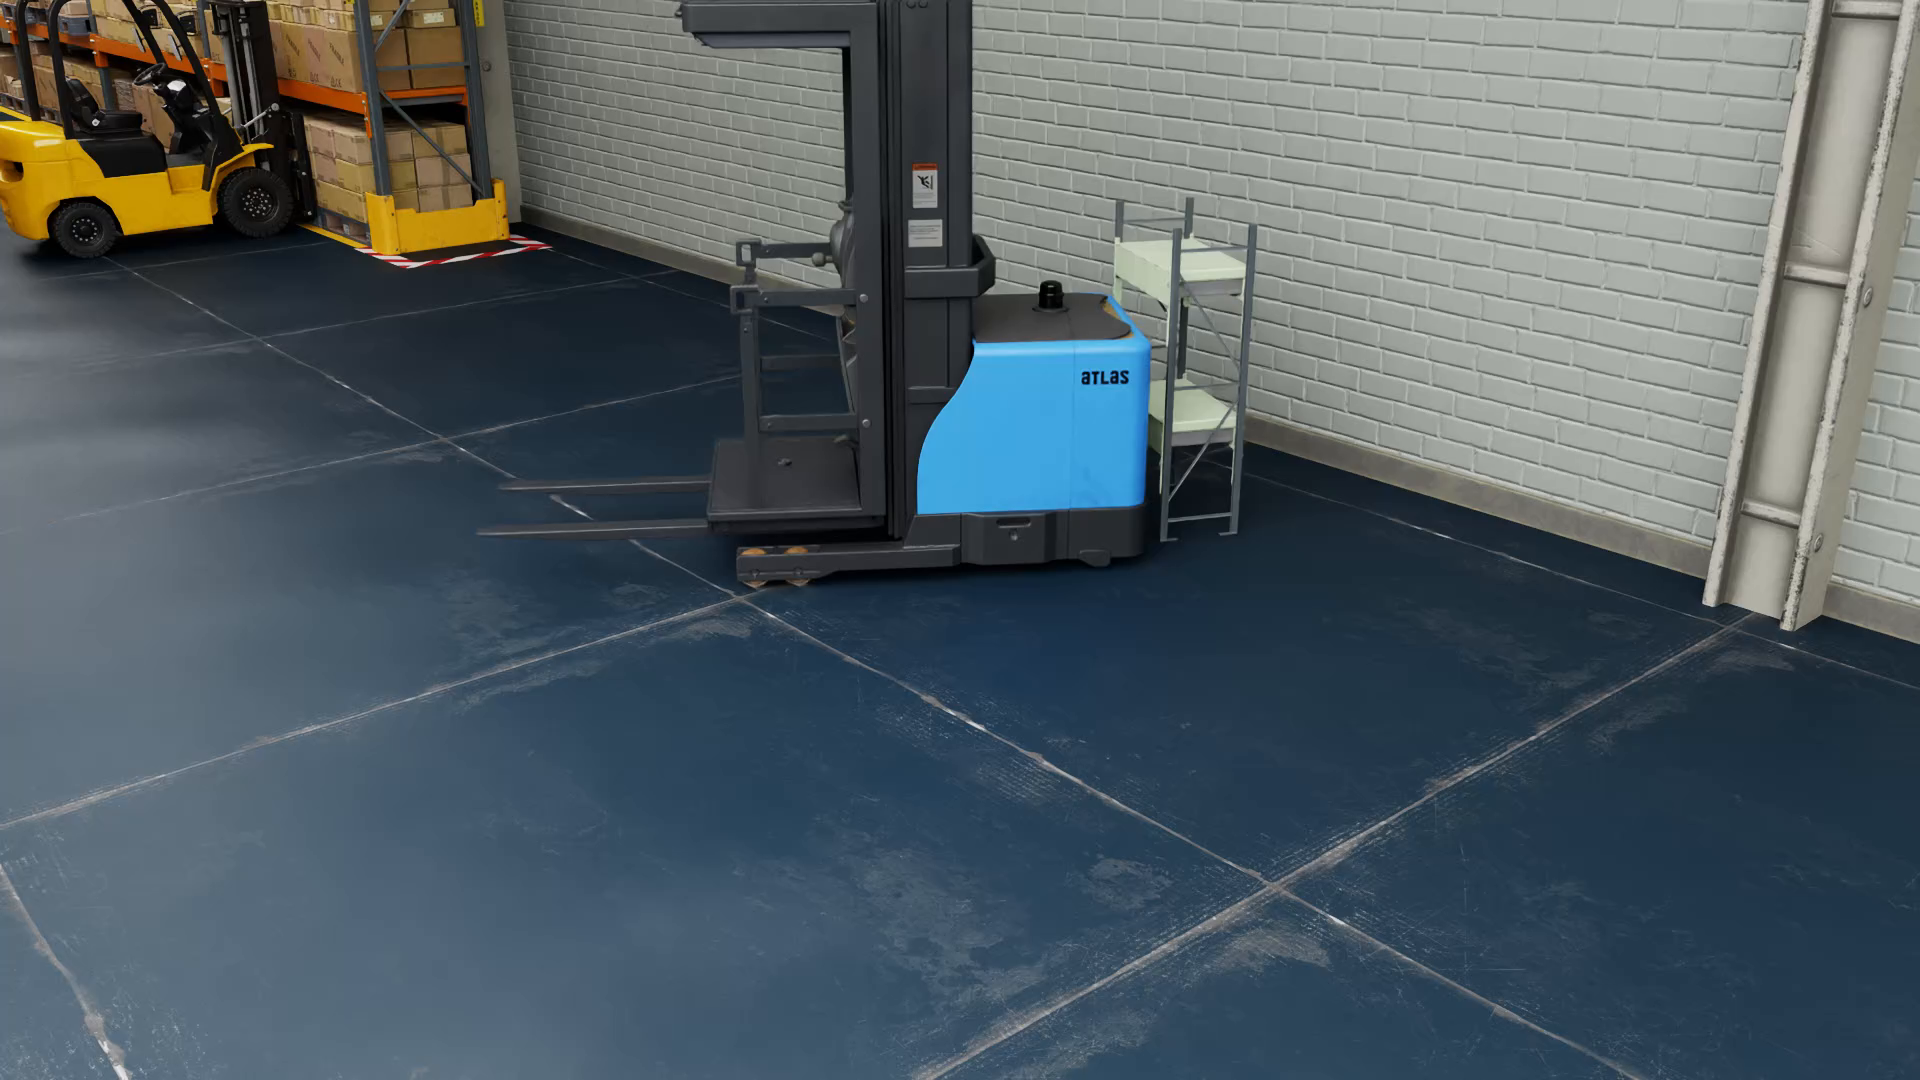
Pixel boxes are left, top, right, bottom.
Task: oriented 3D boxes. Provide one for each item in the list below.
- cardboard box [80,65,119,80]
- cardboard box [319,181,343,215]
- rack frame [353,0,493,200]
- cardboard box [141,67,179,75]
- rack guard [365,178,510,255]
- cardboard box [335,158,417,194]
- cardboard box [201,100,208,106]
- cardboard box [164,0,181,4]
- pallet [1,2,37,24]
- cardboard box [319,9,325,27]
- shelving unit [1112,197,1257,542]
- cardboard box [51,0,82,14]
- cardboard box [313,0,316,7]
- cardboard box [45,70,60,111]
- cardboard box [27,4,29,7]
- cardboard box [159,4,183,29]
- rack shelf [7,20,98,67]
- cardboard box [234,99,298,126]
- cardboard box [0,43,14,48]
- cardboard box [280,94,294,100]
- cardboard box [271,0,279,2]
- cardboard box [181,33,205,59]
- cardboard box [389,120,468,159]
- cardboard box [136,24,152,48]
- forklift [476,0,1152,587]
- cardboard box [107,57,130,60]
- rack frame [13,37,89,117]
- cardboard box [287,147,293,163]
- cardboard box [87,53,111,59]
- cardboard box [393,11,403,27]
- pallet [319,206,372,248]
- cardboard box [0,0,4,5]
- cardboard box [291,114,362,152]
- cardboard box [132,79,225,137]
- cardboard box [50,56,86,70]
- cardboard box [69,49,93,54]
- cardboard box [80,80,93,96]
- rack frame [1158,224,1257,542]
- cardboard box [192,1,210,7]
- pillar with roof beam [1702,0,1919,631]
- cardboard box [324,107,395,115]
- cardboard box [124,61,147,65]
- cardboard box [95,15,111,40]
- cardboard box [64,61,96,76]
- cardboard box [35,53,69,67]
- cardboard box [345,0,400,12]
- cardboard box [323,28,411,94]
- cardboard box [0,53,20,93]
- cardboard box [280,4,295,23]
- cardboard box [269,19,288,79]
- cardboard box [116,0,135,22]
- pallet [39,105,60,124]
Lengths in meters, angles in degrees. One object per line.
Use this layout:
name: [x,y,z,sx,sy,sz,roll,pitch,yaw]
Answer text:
cardboard box: [-10.647,-5.782,20.595,0.380,0.149,0.250,-19,28,-39]
cardboard box: [-5.435,-3.120,15.031,0.500,0.250,0.500,-17,27,-37]
rack frame: [-4.571,-4.010,14.110,1.000,3.000,0.127,-17,27,-37]
cardboard box: [-9.897,-5.773,20.572,0.380,0.149,0.250,-16,26,-35]
rack guard: [-4.555,-2.840,14.549,1.175,0.500,0.348,-17,27,-37]
cardboard box: [-5.126,-3.218,14.597,0.500,0.250,0.500,-18,28,-38]
cardboard box: [-7.531,-4.347,17.649,0.875,0.625,0.625,-16,26,-35]
cardboard box: [-8.147,-5.694,17.382,0.380,0.149,0.250,-19,28,-39]
pallet: [-11.965,-6.990,21.980,1.003,0.211,1.213,-17,27,-37]
cardboard box: [-5.322,-4.538,14.430,0.380,0.149,0.250,-17,27,-36]
shelving unit: [1.051,-0.839,8.070,0.431,1.500,0.755,-6,22,-14]
cardboard box: [-10.727,-6.561,20.251,0.500,0.250,0.500,-19,28,-40]
cardboard box: [-5.447,-4.759,14.588,0.380,0.149,0.250,-17,27,-37]
cardboard box: [-11.581,-5.886,21.752,0.500,0.500,0.500,-18,28,-39]
cardboard box: [-11.788,-6.983,21.309,0.396,0.266,0.258,-16,26,-35]
cardboard box: [-8.038,-5.494,17.417,0.500,0.250,0.500,-18,28,-39]
rack shelf: [-11.099,-6.438,21.295,1.077,0.370,4.000,-17,27,-37]
cardboard box: [-6.778,-4.144,16.275,0.500,0.250,0.500,-17,27,-37]
cardboard box: [-14.688,-7.272,25.286,0.797,0.503,0.637,-19,28,-39]
cardboard box: [-6.714,-4.406,16.945,0.500,0.250,0.500,-17,27,-36]
cardboard box: [-6.122,-5.042,15.310,0.380,0.149,0.250,-17,27,-37]
cardboard box: [-7.709,-5.123,17.155,0.500,0.250,0.500,-17,27,-36]
cardboard box: [-4.741,-3.569,14.807,0.500,0.250,0.500,-18,28,-38]
cardboard box: [-8.685,-5.545,18.235,0.500,0.250,0.500,-16,27,-36]
forklift: [-0.691,-1.359,7.434,3.031,2.935,1.130,-2,21,-5]
cardboard box: [-10.926,-6.202,21.667,0.380,0.149,0.250,-19,28,-39]
rack frame: [-12.404,-7.326,22.575,1.000,3.000,0.127,-17,27,-37]
cardboard box: [-6.122,-3.636,15.664,0.500,0.250,0.500,-18,27,-38]
cardboard box: [-11.417,-6.425,22.238,0.380,0.149,0.250,-19,28,-40]
cardboard box: [-4.805,-4.567,14.506,0.380,0.149,0.250,-17,27,-37]
pallet: [-5.102,-2.913,15.133,1.003,0.211,1.213,-17,27,-37]
cardboard box: [-12.921,-7.477,22.759,0.500,0.250,0.500,-17,27,-36]
cardboard box: [-5.783,-3.721,15.194,0.500,0.250,0.500,-17,27,-37]
cardboard box: [-8.964,-4.956,19.205,0.875,0.625,0.625,-16,27,-36]
cardboard box: [-11.632,-6.220,21.714,0.380,0.149,0.250,-18,27,-38]
cardboard box: [-11.945,-6.626,22.751,0.380,0.149,0.250,-19,28,-39]
cardboard box: [-10.551,-5.459,20.659,0.500,0.500,0.500,-18,28,-38]
rack frame: [1.148,-0.711,7.742,0.400,1.500,0.023,-6,22,-14]
cardboard box: [-7.573,-5.506,16.901,0.380,0.149,0.250,-16,27,-36]
pillar with roof beam: [0.229,-2.870,2.974,9.100,9.000,0.400,-17,27,-37]
cardboard box: [-5.718,-3.990,15.882,0.500,0.250,0.500,-18,28,-38]
cardboard box: [-10.381,-5.999,21.150,0.380,0.149,0.250,-19,28,-40]
cardboard box: [-9.689,-5.970,19.319,0.500,0.250,0.500,-17,27,-37]
cardboard box: [-11.152,-6.003,21.161,0.380,0.149,0.250,-19,28,-40]
cardboard box: [-12.132,-6.439,22.273,0.380,0.149,0.250,-18,28,-39]
cardboard box: [-4.965,-4.546,14.044,0.380,0.149,0.250,-17,27,-37]
cardboard box: [-5.091,-4.130,14.279,0.500,0.500,0.500,-18,28,-39]
cardboard box: [-13.482,-6.739,23.928,0.700,0.500,0.500,-19,28,-39]
cardboard box: [-5.866,-4.737,14.938,0.380,0.149,0.250,-17,27,-37]
cardboard box: [-6.094,-4.554,15.360,0.500,0.500,0.500,-17,27,-37]
cardboard box: [-9.035,-5.915,18.494,0.500,0.250,0.500,-18,28,-39]
pallet: [-11.845,-5.812,22.533,1.003,0.211,1.213,-17,27,-37]
